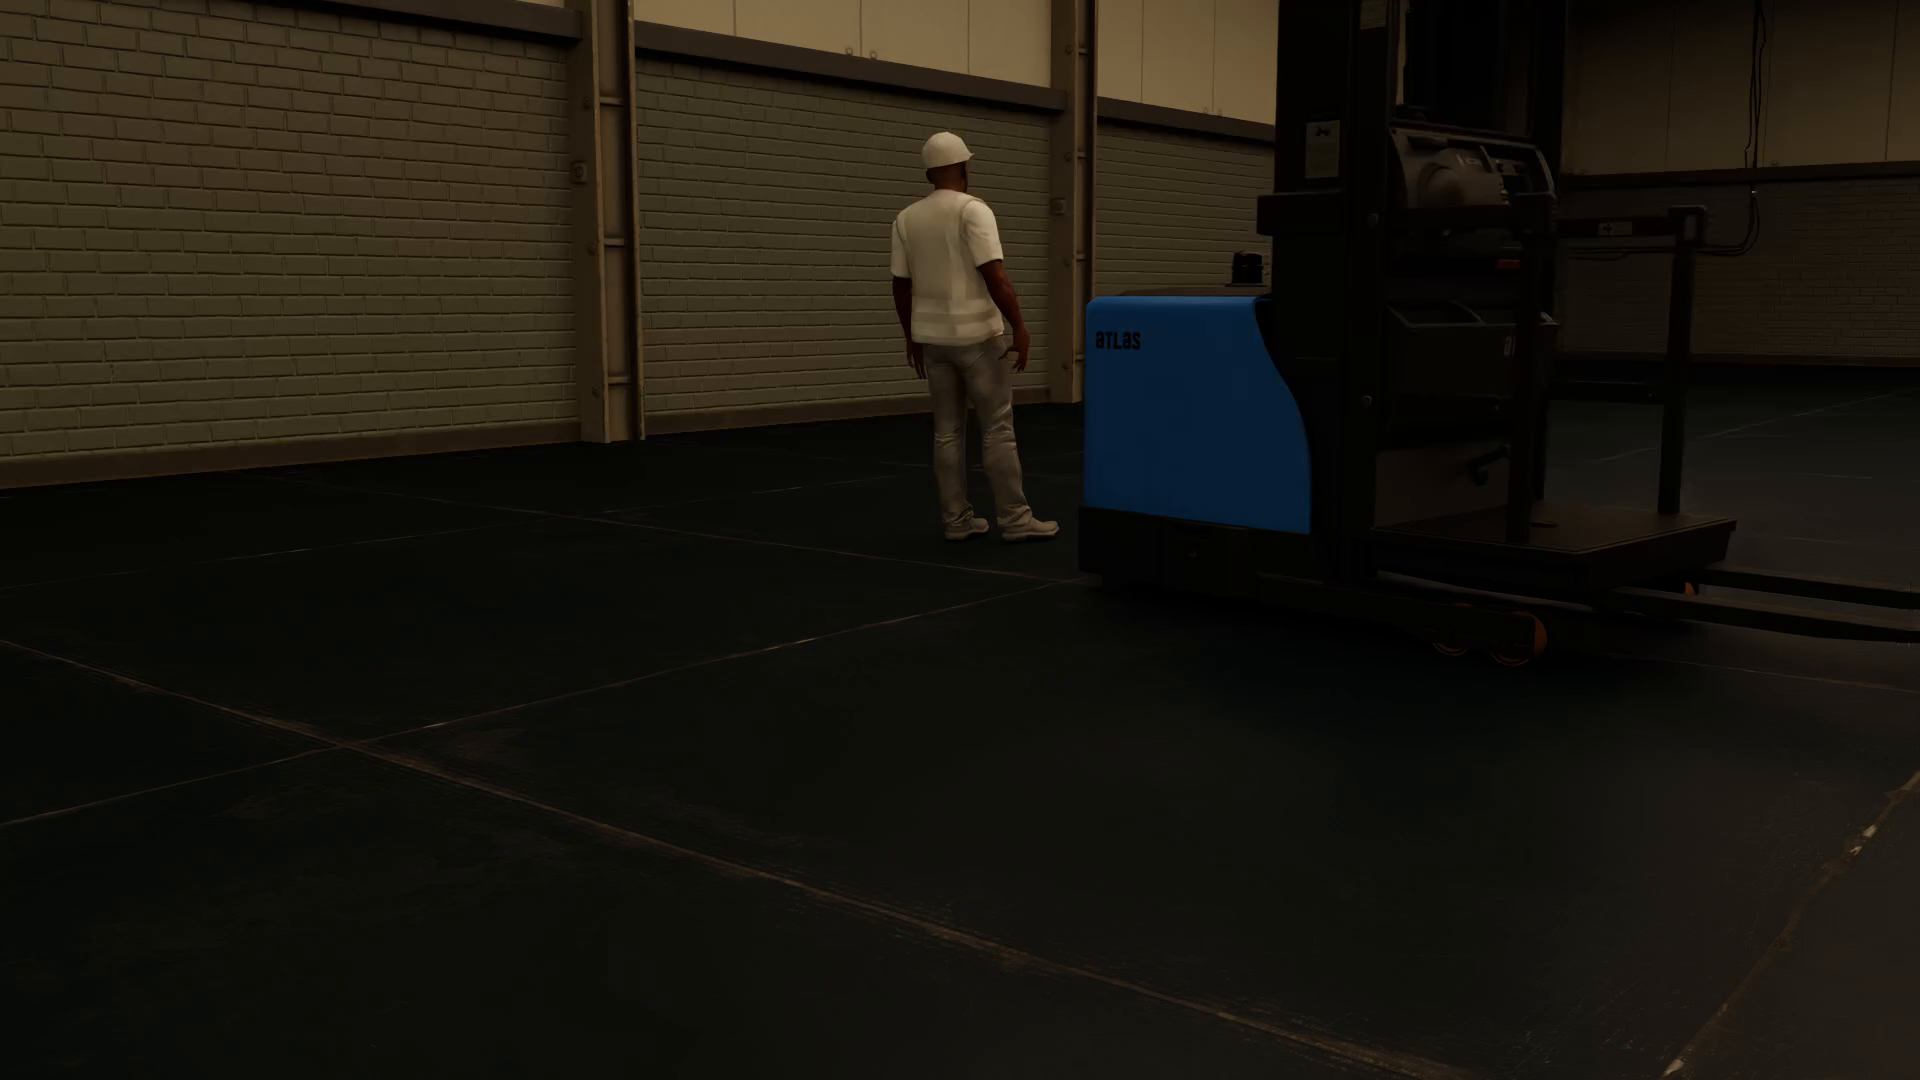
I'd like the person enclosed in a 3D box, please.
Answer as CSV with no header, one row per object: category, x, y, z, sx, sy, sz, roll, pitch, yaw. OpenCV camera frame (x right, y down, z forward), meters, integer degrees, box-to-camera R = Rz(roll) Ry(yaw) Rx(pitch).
person,0.049,-0.888,7.327,0.665,1.768,0.575,7,11,38

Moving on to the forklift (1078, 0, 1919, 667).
forklift,1.809,-1.162,5.220,1.130,2.935,3.031,-8,11,-42
